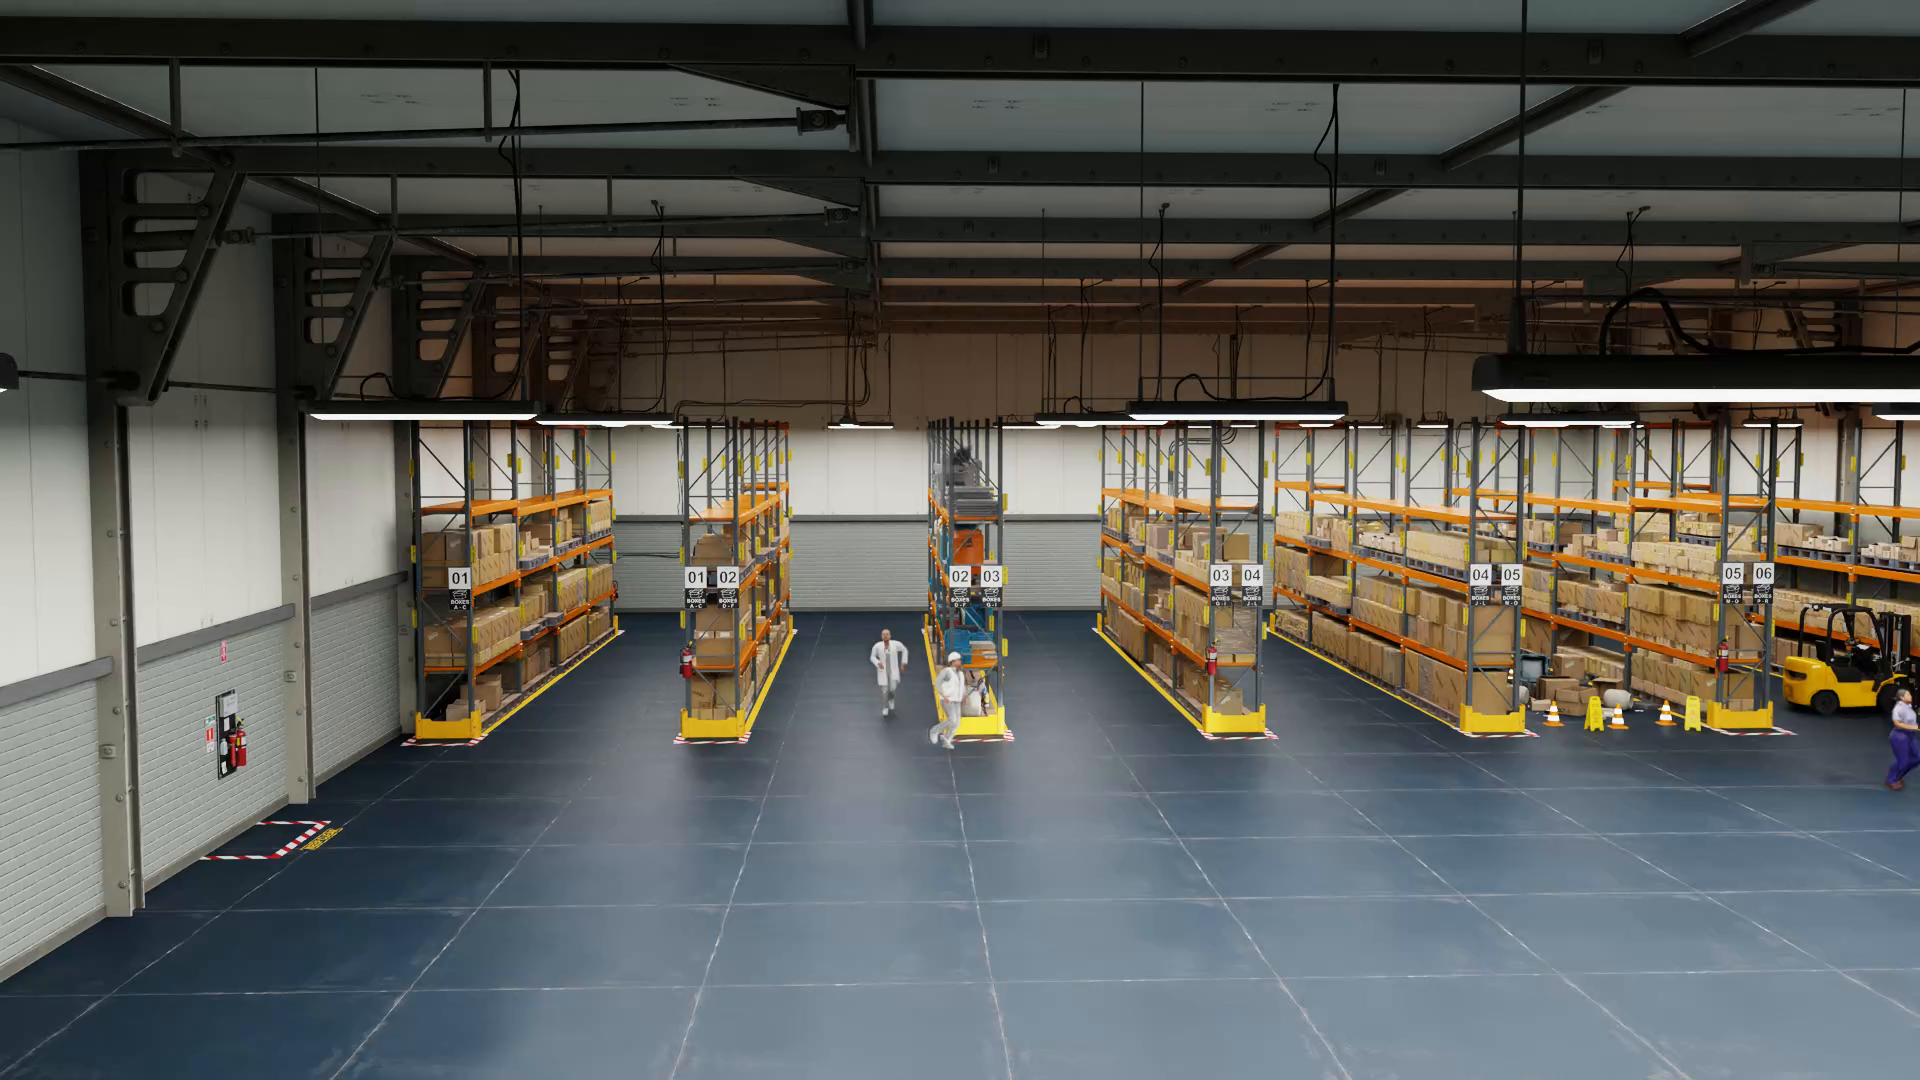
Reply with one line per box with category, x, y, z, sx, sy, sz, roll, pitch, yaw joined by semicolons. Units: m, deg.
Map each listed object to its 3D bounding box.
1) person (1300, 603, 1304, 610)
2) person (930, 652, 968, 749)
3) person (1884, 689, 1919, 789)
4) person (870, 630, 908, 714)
person;10.239;1.751;48.700;0.638;1.557;0.529;2;4;32
person;-0.162;2.897;30.222;0.558;1.717;0.722;3;5;37
person;15.068;3.175;26.504;0.661;1.617;0.570;-3;5;-42
person;-1.435;2.670;33.515;0.741;1.738;0.766;0;4;1
